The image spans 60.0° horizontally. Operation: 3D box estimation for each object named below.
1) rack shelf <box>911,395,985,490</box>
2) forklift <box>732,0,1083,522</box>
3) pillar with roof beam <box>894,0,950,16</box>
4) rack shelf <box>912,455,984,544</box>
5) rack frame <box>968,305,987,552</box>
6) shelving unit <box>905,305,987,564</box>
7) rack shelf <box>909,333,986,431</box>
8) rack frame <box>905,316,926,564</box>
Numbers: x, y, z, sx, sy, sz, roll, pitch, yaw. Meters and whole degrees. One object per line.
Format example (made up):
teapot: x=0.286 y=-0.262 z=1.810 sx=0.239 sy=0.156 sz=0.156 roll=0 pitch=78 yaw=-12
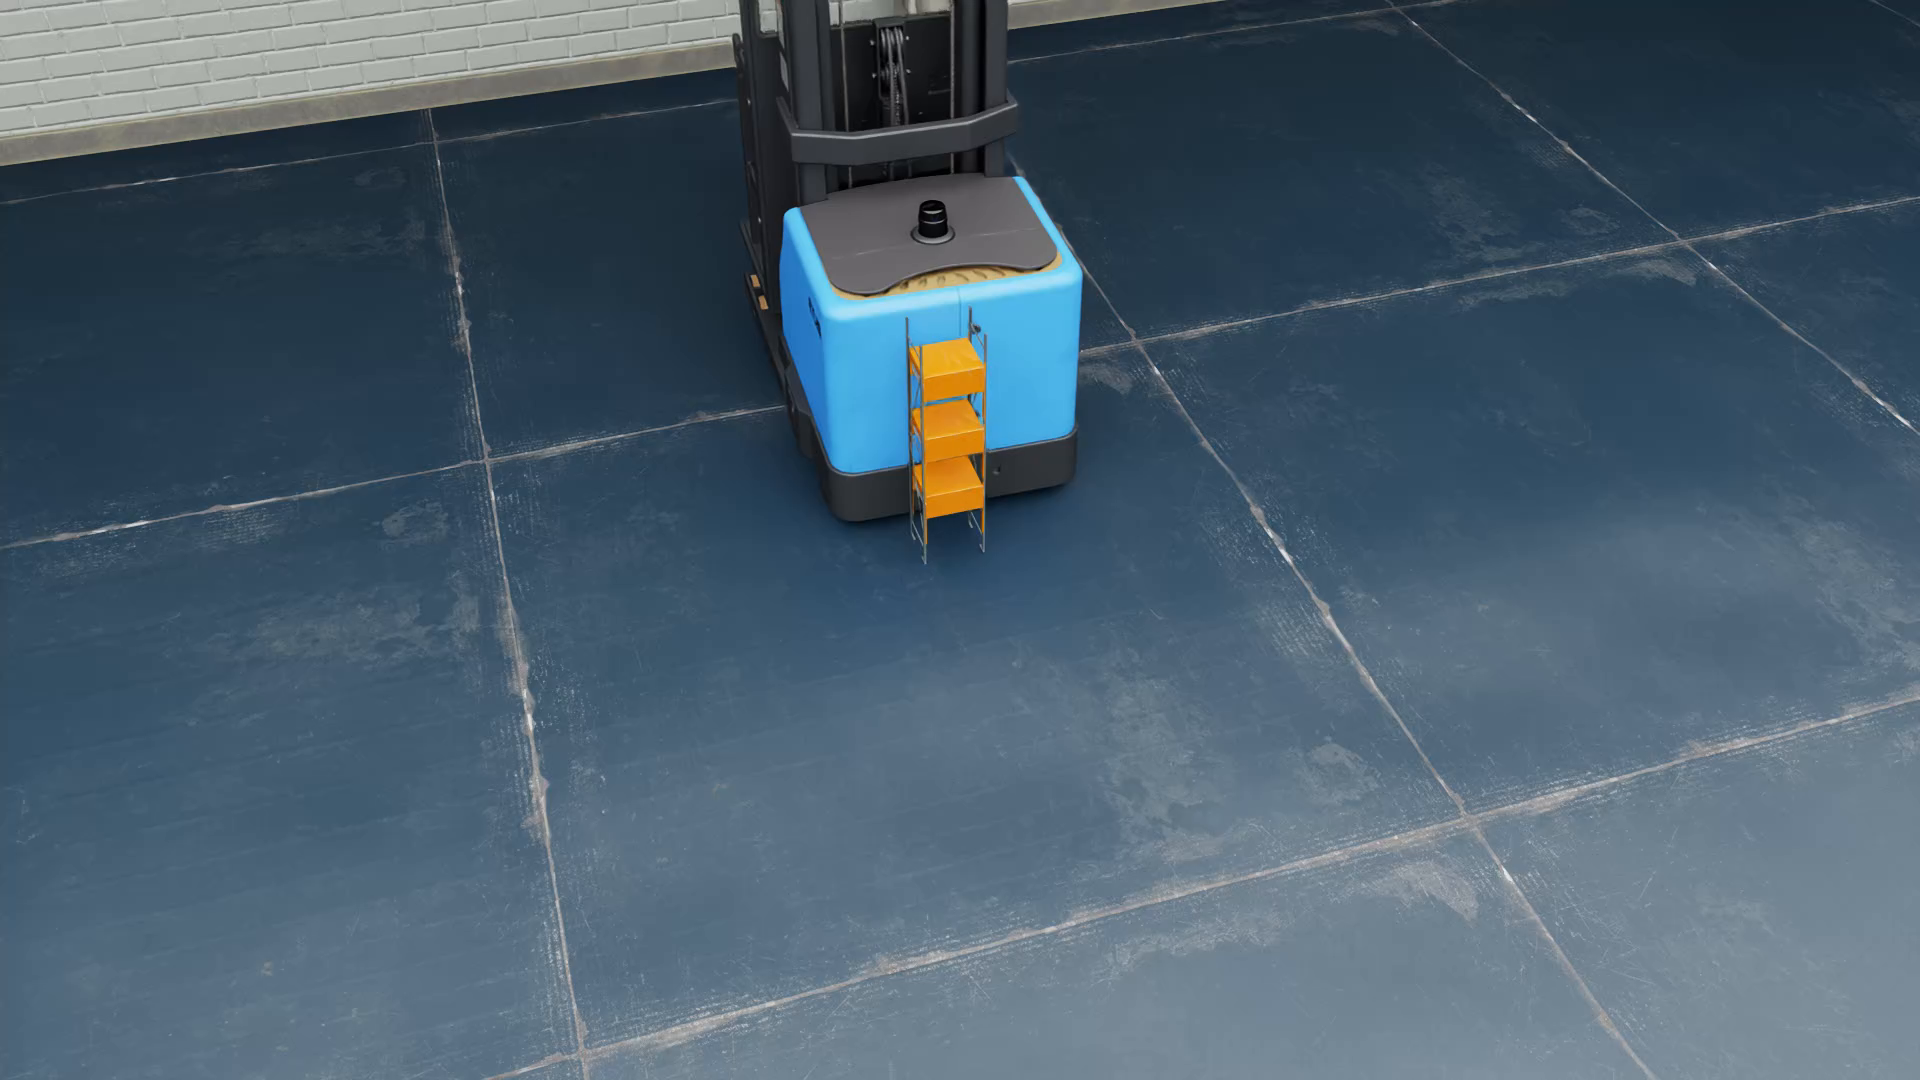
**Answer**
rack shelf: x=-0.051 y=-0.377 z=6.399 sx=0.240 sy=0.259 sz=0.215 roll=-12 pitch=42 yaw=-13
forklift: x=-0.408 y=-2.160 z=6.994 sx=1.130 sy=2.935 sz=3.031 roll=-11 pitch=42 yaw=-12
pillar with roof beam: x=1.126 y=-3.702 z=4.148 sx=0.400 sy=9.000 sz=9.100 roll=-12 pitch=42 yaw=-13
rack shelf: x=-0.051 y=-0.168 z=6.582 sx=0.240 sy=0.259 sz=0.215 roll=-12 pitch=42 yaw=-13
rack frame: x=0.065 y=-0.409 z=6.420 sx=0.008 sy=1.050 sz=0.200 roll=-12 pitch=42 yaw=-13
shelving unit: x=-0.051 y=-0.385 z=6.392 sx=0.252 sy=1.050 sz=0.215 roll=-12 pitch=42 yaw=-13
rack shelf: x=-0.051 y=-0.591 z=6.213 sx=0.240 sy=0.259 sz=0.215 roll=-12 pitch=42 yaw=-13
rack frame: x=-0.167 y=-0.361 z=6.365 sx=0.008 sy=1.050 sz=0.200 roll=-12 pitch=42 yaw=-13
